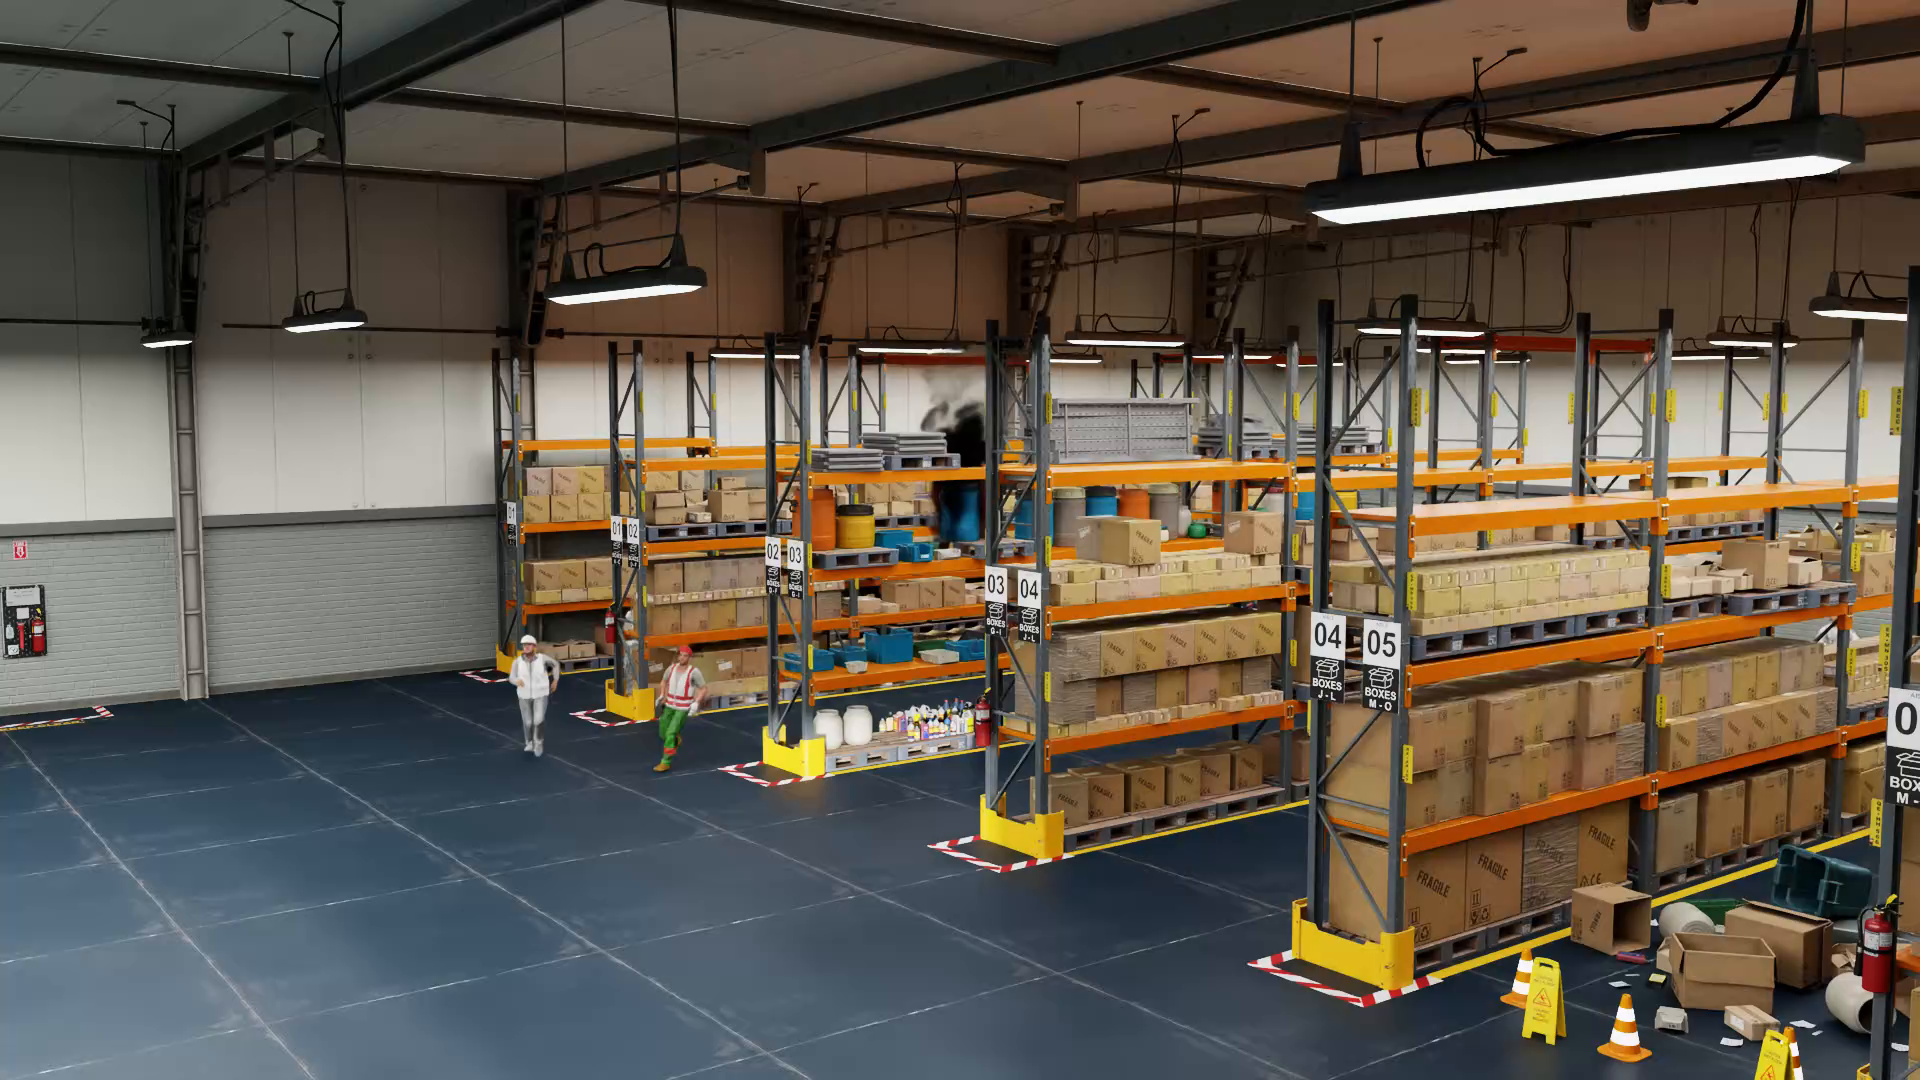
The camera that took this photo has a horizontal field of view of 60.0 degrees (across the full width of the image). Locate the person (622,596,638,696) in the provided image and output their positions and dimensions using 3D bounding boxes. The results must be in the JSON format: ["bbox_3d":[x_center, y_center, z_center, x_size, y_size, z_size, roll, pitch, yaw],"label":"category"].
[{"bbox_3d":[-5.554,1.802,28.417,0.677,1.731,0.756,5,7,44],"label":"person"}]

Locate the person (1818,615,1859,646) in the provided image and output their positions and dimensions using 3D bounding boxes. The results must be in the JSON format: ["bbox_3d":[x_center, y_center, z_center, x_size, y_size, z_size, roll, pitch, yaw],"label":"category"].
[{"bbox_3d":[14.540,1.939,27.570,0.658,1.667,0.720,2,5,17],"label":"person"}]

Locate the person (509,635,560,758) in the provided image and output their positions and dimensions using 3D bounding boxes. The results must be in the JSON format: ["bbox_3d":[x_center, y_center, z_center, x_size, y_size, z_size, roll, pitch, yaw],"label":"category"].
[{"bbox_3d":[-6.042,2.208,23.578,0.664,1.749,0.848,0,5,-5],"label":"person"}]

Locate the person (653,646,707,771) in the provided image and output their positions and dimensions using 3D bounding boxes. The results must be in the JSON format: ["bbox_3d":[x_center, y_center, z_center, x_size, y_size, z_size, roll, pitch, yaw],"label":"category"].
[{"bbox_3d":[-3.835,2.300,22.869,0.704,1.715,0.696,2,5,18],"label":"person"}]
